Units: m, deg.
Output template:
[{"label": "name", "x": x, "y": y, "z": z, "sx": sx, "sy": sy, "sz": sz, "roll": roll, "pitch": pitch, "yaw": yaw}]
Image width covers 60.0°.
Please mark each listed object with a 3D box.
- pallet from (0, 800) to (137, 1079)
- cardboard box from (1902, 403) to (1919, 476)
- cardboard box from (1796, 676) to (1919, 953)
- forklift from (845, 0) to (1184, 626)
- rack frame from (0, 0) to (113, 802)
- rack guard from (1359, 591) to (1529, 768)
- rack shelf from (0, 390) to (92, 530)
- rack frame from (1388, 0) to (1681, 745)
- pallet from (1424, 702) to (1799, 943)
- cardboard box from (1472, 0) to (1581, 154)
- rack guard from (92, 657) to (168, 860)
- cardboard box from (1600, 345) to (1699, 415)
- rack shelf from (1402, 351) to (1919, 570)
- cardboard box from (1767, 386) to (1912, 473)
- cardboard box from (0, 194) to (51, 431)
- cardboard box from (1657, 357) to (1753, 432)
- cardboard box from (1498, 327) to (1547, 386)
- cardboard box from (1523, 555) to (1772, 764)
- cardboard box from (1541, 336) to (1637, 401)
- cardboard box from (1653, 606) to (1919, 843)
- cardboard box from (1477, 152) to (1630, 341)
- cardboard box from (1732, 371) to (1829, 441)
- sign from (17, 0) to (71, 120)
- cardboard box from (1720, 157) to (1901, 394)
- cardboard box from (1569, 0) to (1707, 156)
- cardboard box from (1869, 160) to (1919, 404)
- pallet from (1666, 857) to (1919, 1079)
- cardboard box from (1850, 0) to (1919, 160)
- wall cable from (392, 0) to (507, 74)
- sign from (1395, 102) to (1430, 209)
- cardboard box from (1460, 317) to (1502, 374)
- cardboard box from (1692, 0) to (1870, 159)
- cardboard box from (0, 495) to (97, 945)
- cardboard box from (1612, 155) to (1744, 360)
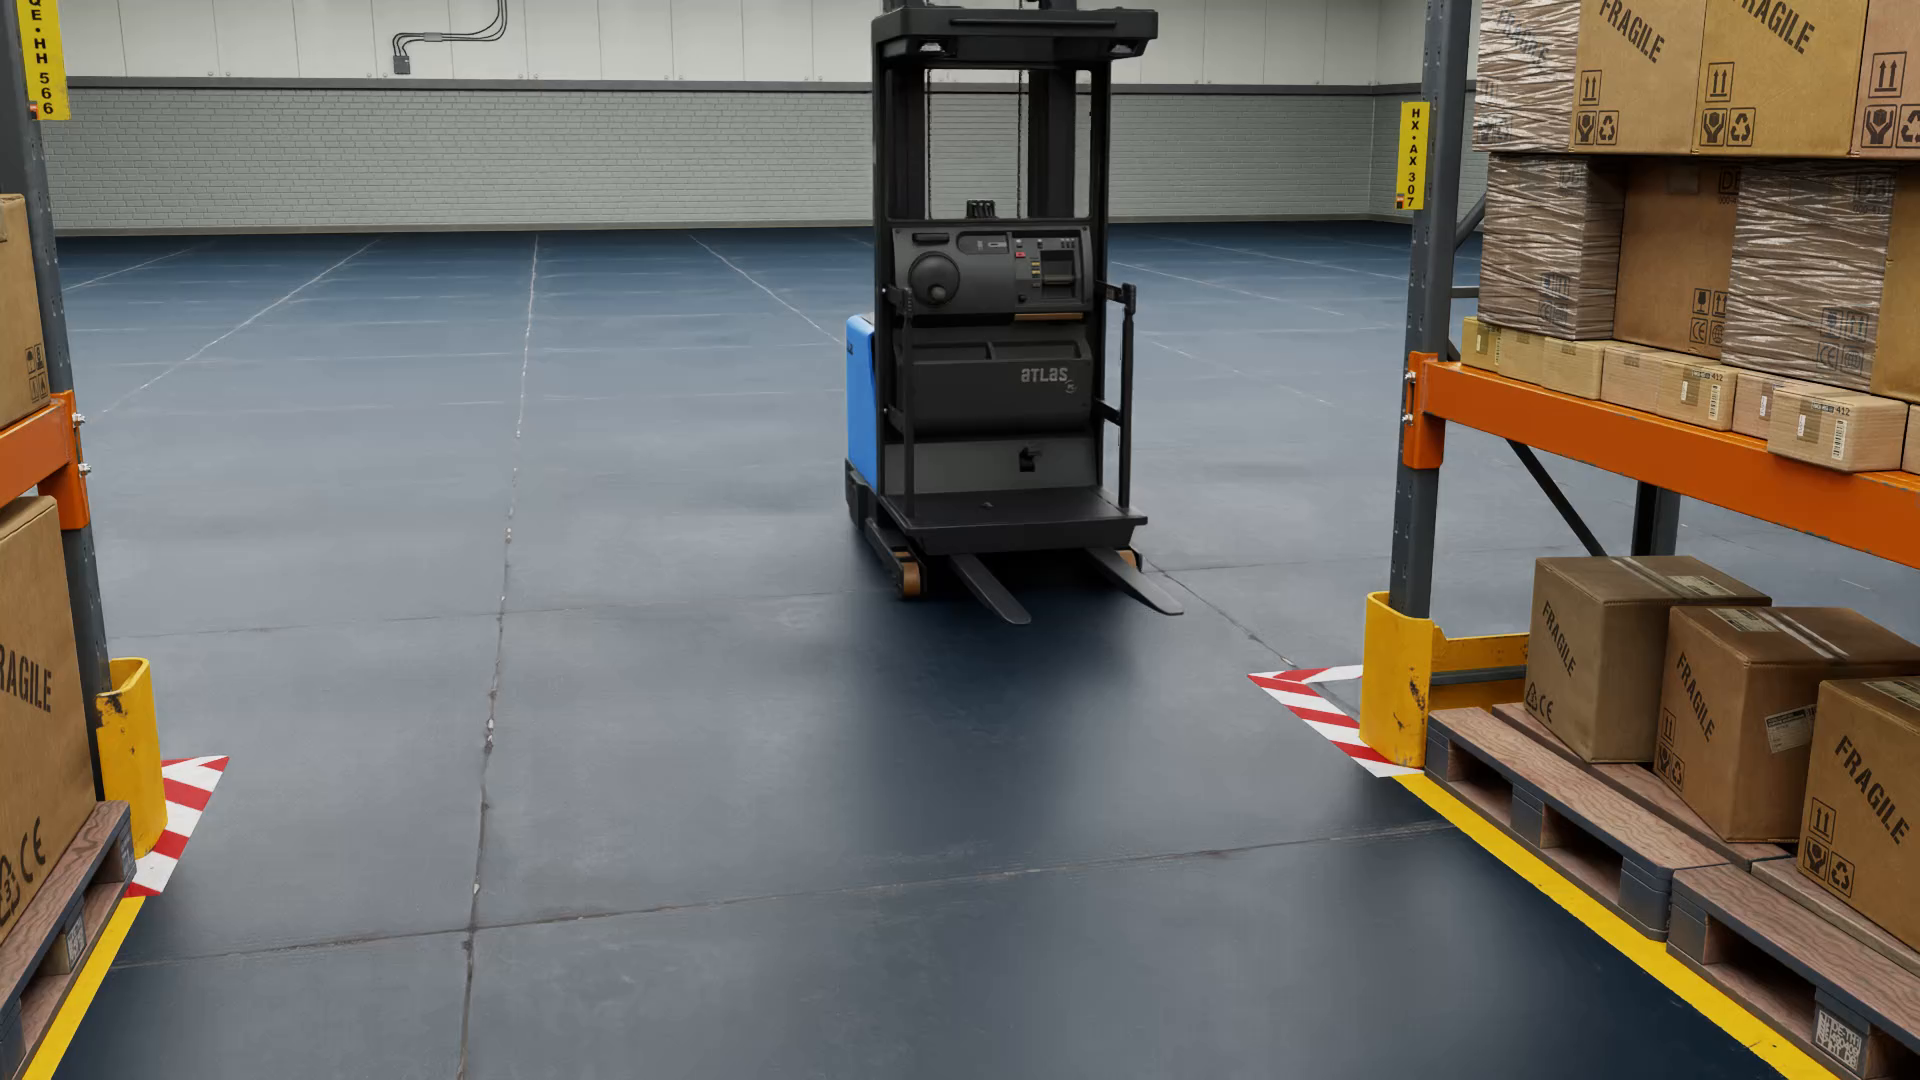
[{"label": "pallet", "x": -2.644, "y": 0.984, "z": 3.954, "sx": 1.003, "sy": 0.211, "sz": 1.213, "roll": -3, "pitch": 14, "yaw": -13}, {"label": "cardboard box", "x": 2.218, "y": -0.201, "z": 3.458, "sx": 0.380, "sy": 0.149, "sz": 0.250, "roll": -3, "pitch": 14, "yaw": -13}, {"label": "cardboard box", "x": 2.370, "y": 0.633, "z": 3.897, "sx": 0.500, "sy": 0.500, "sz": 0.500, "roll": -2, "pitch": 14, "yaw": -8}, {"label": "forklift", "x": 0.201, "y": -1.261, "z": 7.415, "sx": 1.130, "sy": 2.935, "sz": 3.031, "roll": -3, "pitch": 14, "yaw": -12}, {"label": "rack frame", "x": -2.908, "y": -0.550, "z": 4.360, "sx": 1.000, "sy": 3.000, "sz": 0.127, "roll": -3, "pitch": 14, "yaw": -13}, {"label": "rack guard", "x": 1.955, "y": 0.428, "z": 5.621, "sx": 1.175, "sy": 0.500, "sz": 0.348, "roll": -3, "pitch": 14, "yaw": -13}, {"label": "rack shelf", "x": -2.438, "y": 0.260, "z": 2.557, "sx": 1.077, "sy": 0.370, "sz": 4.000, "roll": -3, "pitch": 14, "yaw": -13}, {"label": "rack frame", "x": 1.937, "y": -0.804, "z": 5.396, "sx": 1.000, "sy": 3.000, "sz": 0.127, "roll": -3, "pitch": 14, "yaw": -13}, {"label": "pallet", "x": 2.112, "y": 0.758, "z": 4.880, "sx": 1.003, "sy": 0.211, "sz": 1.213, "roll": -3, "pitch": 14, "yaw": -13}, {"label": "cardboard box", "x": 1.802, "y": -1.340, "z": 4.649, "sx": 0.500, "sy": 0.500, "sz": 0.500, "roll": -3, "pitch": 14, "yaw": -13}, {"label": "rack guard", "x": -2.913, "y": 0.658, "z": 4.679, "sx": 1.175, "sy": 0.500, "sz": 0.348, "roll": -3, "pitch": 14, "yaw": -13}, {"label": "cardboard box", "x": 1.936, "y": -0.429, "z": 4.391, "sx": 0.380, "sy": 0.149, "sz": 0.250, "roll": -3, "pitch": 14, "yaw": -13}, {"label": "rack shelf", "x": 2.407, "y": 0.007, "z": 3.593, "sx": 1.077, "sy": 0.370, "sz": 4.000, "roll": -3, "pitch": 14, "yaw": -13}, {"label": "cardboard box", "x": 2.031, "y": -0.251, "z": 3.664, "sx": 0.380, "sy": 0.149, "sz": 0.250, "roll": -3, "pitch": 14, "yaw": -13}, {"label": "cardboard box", "x": -2.776, "y": -0.540, "z": 4.002, "sx": 0.875, "sy": 0.550, "sz": 0.550, "roll": -3, "pitch": 14, "yaw": -13}, {"label": "cardboard box", "x": 1.987, "y": -0.371, "z": 4.153, "sx": 0.380, "sy": 0.149, "sz": 0.250, "roll": -3, "pitch": 14, "yaw": -13}, {"label": "cardboard box", "x": 1.813, "y": -0.544, "z": 4.862, "sx": 0.380, "sy": 0.149, "sz": 0.250, "roll": -3, "pitch": 14, "yaw": -13}, {"label": "cardboard box", "x": 2.068, "y": 0.352, "z": 5.049, "sx": 0.500, "sy": 0.500, "sz": 0.500, "roll": -1, "pitch": 14, "yaw": -3}, {"label": "cardboard box", "x": 1.857, "y": -0.485, "z": 4.622, "sx": 0.380, "sy": 0.149, "sz": 0.250, "roll": -3, "pitch": 14, "yaw": -13}, {"label": "cardboard box", "x": 2.241, "y": 0.488, "z": 4.493, "sx": 0.500, "sy": 0.500, "sz": 0.500, "roll": 0, "pitch": 14, "yaw": 2}, {"label": "cardboard box", "x": 2.040, "y": -0.868, "z": 4.823, "sx": 0.875, "sy": 0.500, "sz": 0.500, "roll": -3, "pitch": 14, "yaw": -13}, {"label": "cardboard box", "x": 2.073, "y": -0.315, "z": 3.924, "sx": 0.380, "sy": 0.149, "sz": 0.250, "roll": -3, "pitch": 14, "yaw": -13}, {"label": "sign", "x": -2.377, "y": -1.255, "z": 4.305, "sx": 0.100, "sy": 0.325, "sz": 0.005, "roll": -3, "pitch": 14, "yaw": -13}, {"label": "cardboard box", "x": 2.349, "y": -0.642, "z": 3.897, "sx": 0.875, "sy": 0.500, "sz": 0.500, "roll": -3, "pitch": 14, "yaw": -13}, {"label": "cardboard box", "x": 1.912, "y": -1.225, "z": 4.175, "sx": 0.500, "sy": 0.500, "sz": 0.500, "roll": -3, "pitch": 14, "yaw": -13}, {"label": "cardboard box", "x": 2.455, "y": -0.526, "z": 3.422, "sx": 0.875, "sy": 0.500, "sz": 0.500, "roll": -3, "pitch": 14, "yaw": -13}, {"label": "pallet", "x": 2.395, "y": 1.039, "z": 3.730, "sx": 1.003, "sy": 0.211, "sz": 1.213, "roll": -3, "pitch": 14, "yaw": -13}, {"label": "cardboard box", "x": 2.154, "y": -0.994, "z": 3.232, "sx": 0.500, "sy": 0.500, "sz": 0.500, "roll": -3, "pitch": 14, "yaw": -13}, {"label": "wall cable", "x": -10.453, "y": -12.529, "z": 33.583, "sx": 2.305, "sy": 6.003, "sz": 0.169, "roll": -3, "pitch": 14, "yaw": -13}, {"label": "sign", "x": 1.410, "y": -1.194, "z": 5.169, "sx": 0.100, "sy": 0.325, "sz": 0.005, "roll": -3, "pitch": 14, "yaw": -13}, {"label": "cardboard box", "x": 1.773, "y": -0.603, "z": 5.102, "sx": 0.380, "sy": 0.149, "sz": 0.250, "roll": -3, "pitch": 14, "yaw": -13}, {"label": "cardboard box", "x": 2.031, "y": -1.109, "z": 3.703, "sx": 0.500, "sy": 0.500, "sz": 0.500, "roll": -3, "pitch": 14, "yaw": -13}, {"label": "cardboard box", "x": -2.684, "y": 0.430, "z": 3.937, "sx": 0.875, "sy": 0.875, "sz": 0.875, "roll": -3, "pitch": 14, "yaw": -13}, {"label": "cardboard box", "x": 2.274, "y": -0.760, "z": 4.378, "sx": 0.875, "sy": 0.500, "sz": 0.500, "roll": -3, "pitch": 14, "yaw": -13}]
